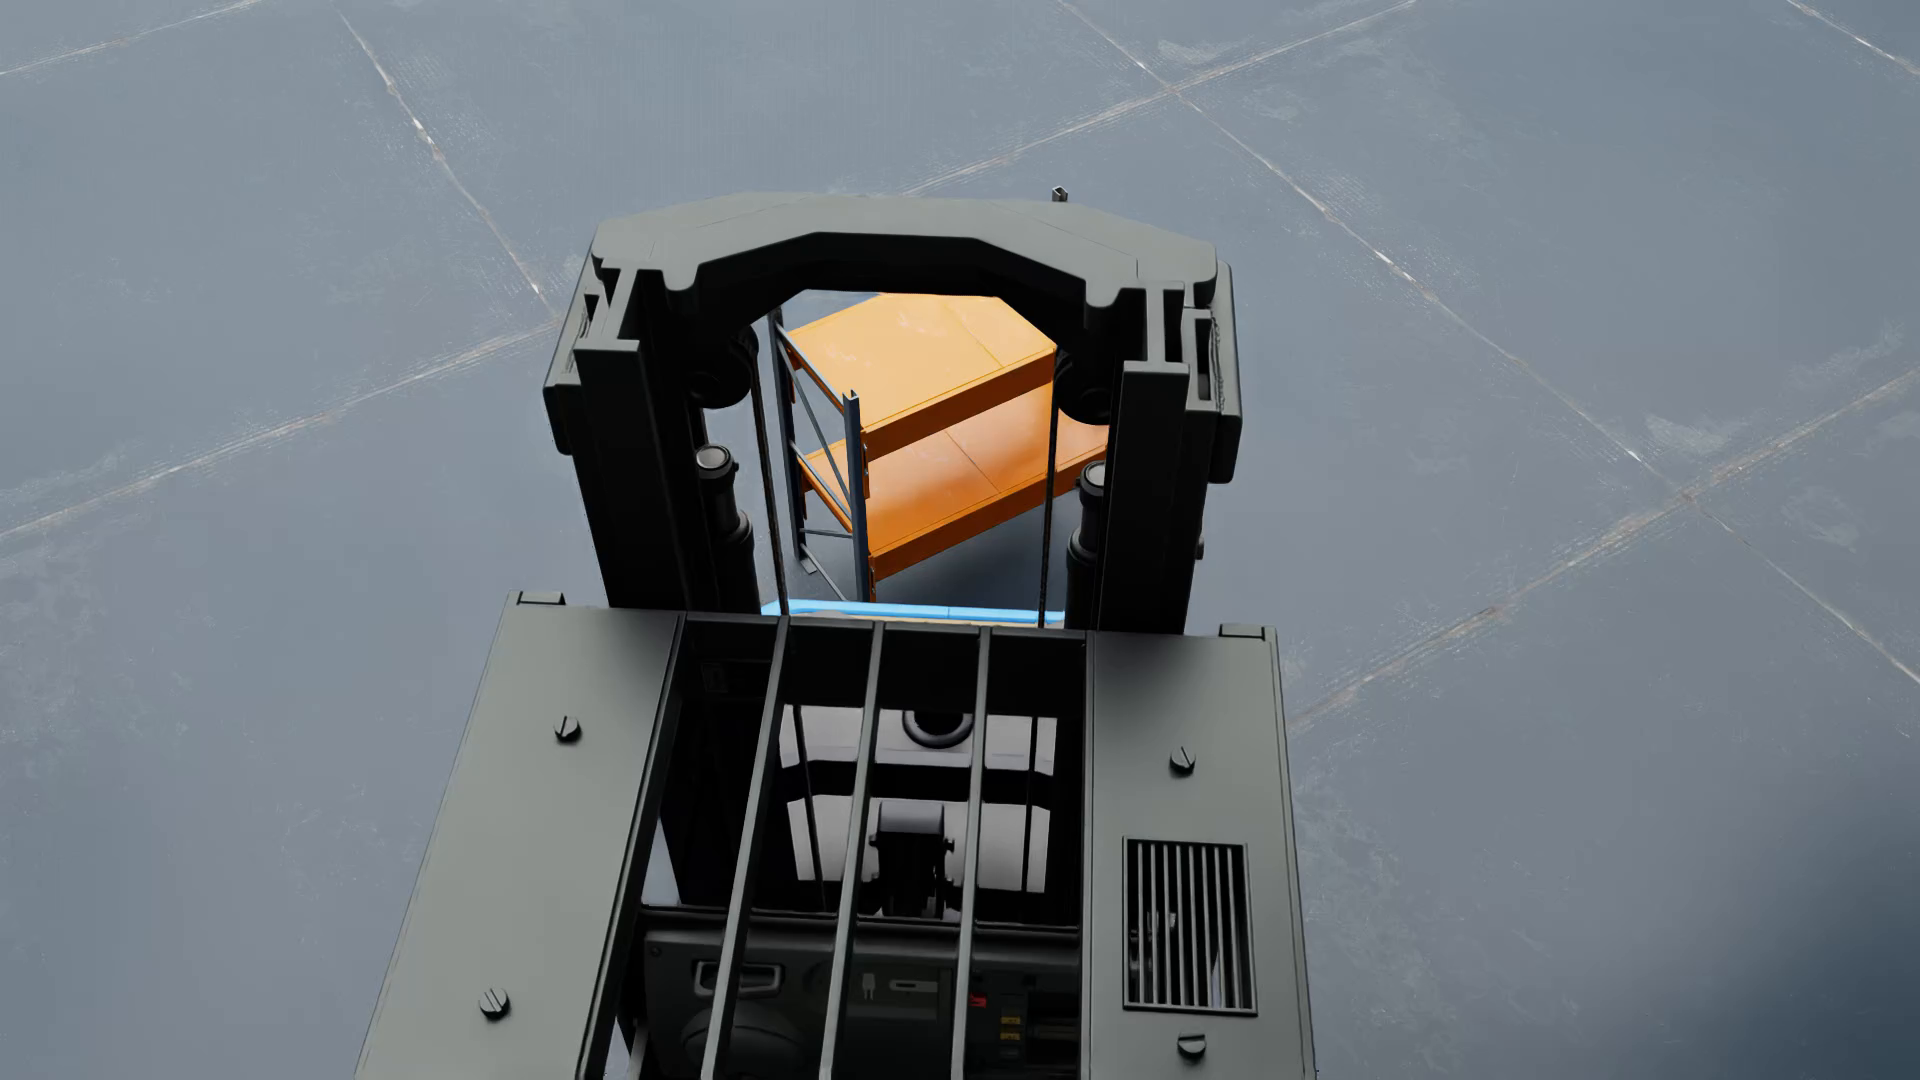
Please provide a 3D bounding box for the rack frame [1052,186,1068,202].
[{"bbox_3d":[0.436,-0.579,5.513,0.032,1.125,0.500,-25,53,-21],"label":"rack frame"}]

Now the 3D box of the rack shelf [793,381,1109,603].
[{"bbox_3d":[0.006,-0.214,5.515,1.000,0.278,0.538,-25,53,-21],"label":"rack shelf"}]

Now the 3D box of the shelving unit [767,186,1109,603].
[{"bbox_3d":[0.006,-0.377,5.332,1.048,1.125,0.538,-25,53,-21],"label":"shelving unit"}]

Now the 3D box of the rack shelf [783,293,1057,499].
[{"bbox_3d":[0.006,-0.571,5.114,1.000,0.278,0.538,-25,53,-21],"label":"rack shelf"}]

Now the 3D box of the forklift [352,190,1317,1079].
[{"bbox_3d":[-0.118,1.006,2.891,1.130,2.935,3.031,3,48,2],"label":"forklift"}]

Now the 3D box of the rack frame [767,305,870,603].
[{"bbox_3d":[-0.424,-0.174,5.152,0.032,1.125,0.500,-25,53,-21],"label":"rack frame"}]
